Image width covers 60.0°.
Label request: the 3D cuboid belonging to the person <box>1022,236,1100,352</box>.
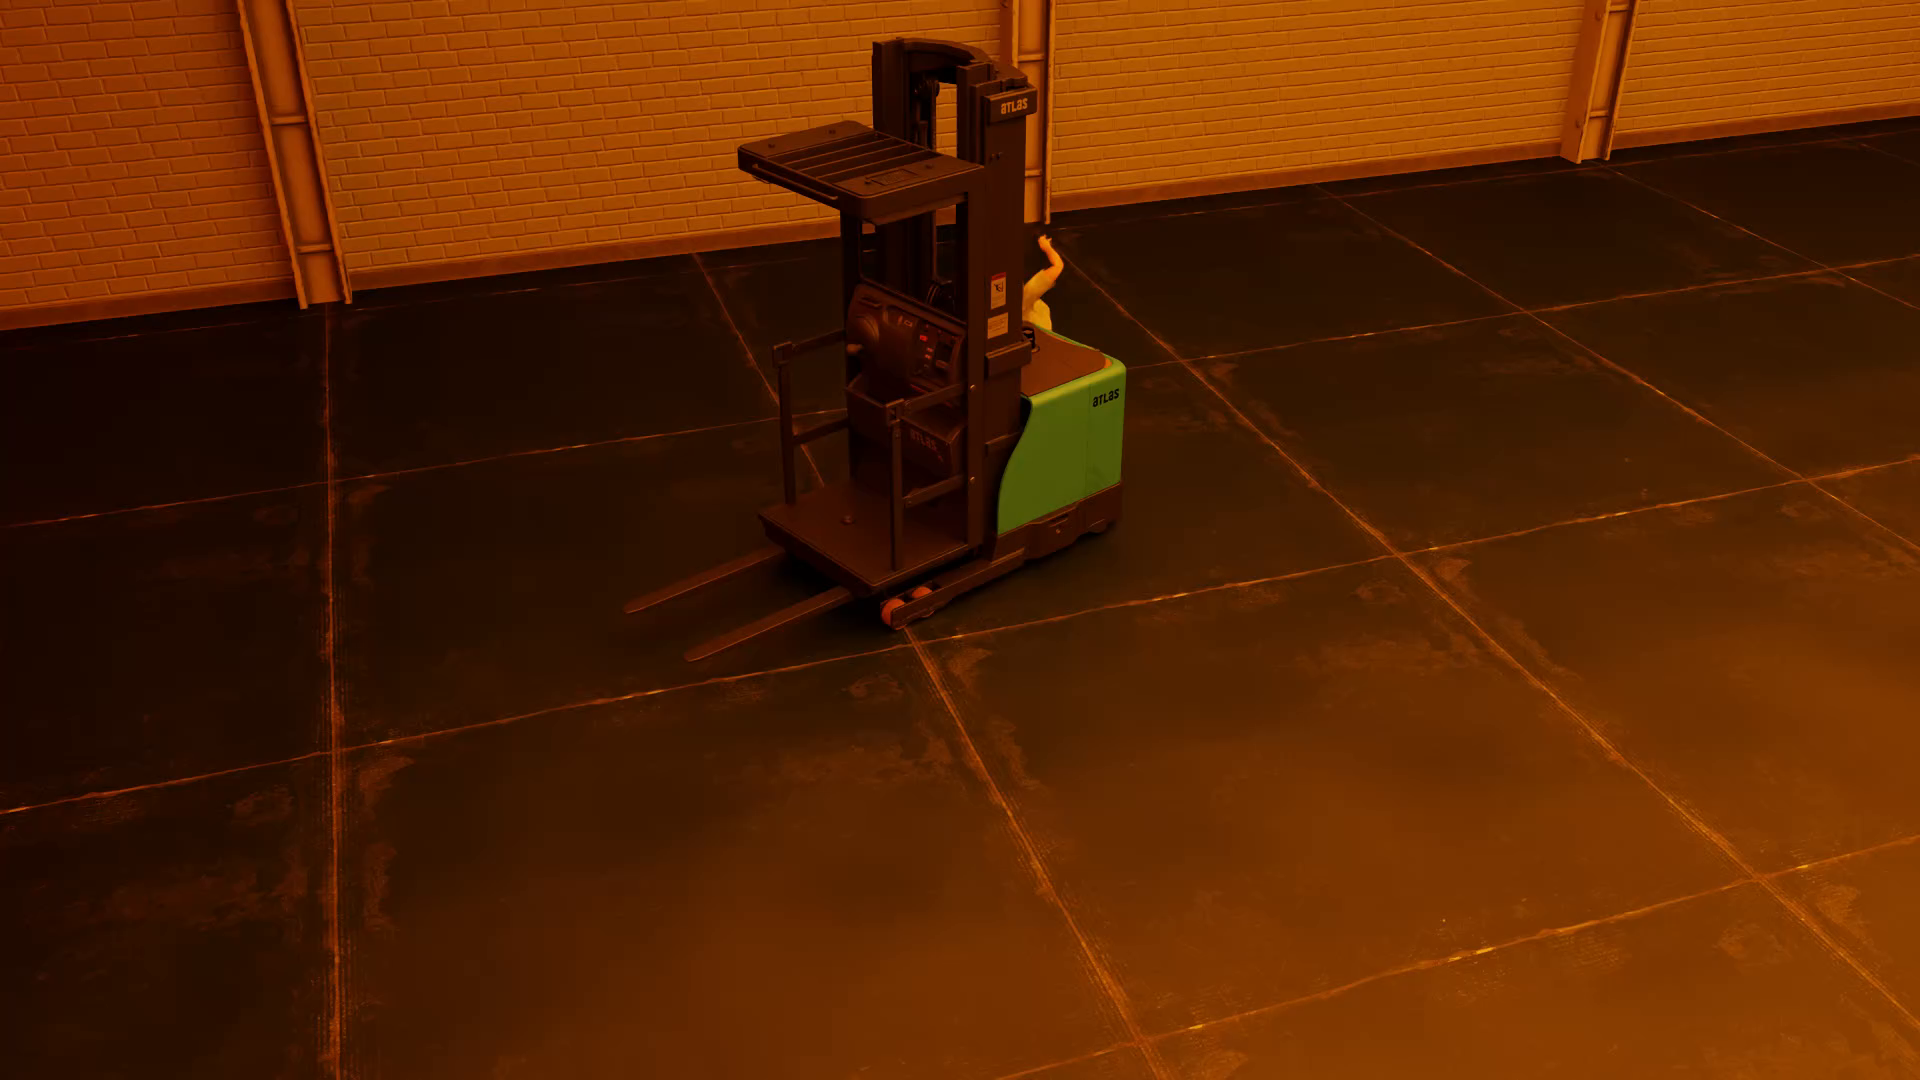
[{"bbox_3d":[0.512,-1.356,11.000,0.880,1.402,0.962,-2,30,-4],"label":"person"}]

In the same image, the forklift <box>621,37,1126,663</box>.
[{"bbox_3d":[-0.461,-1.072,8.951,3.031,2.935,1.130,-23,37,-34],"label":"forklift"}]
